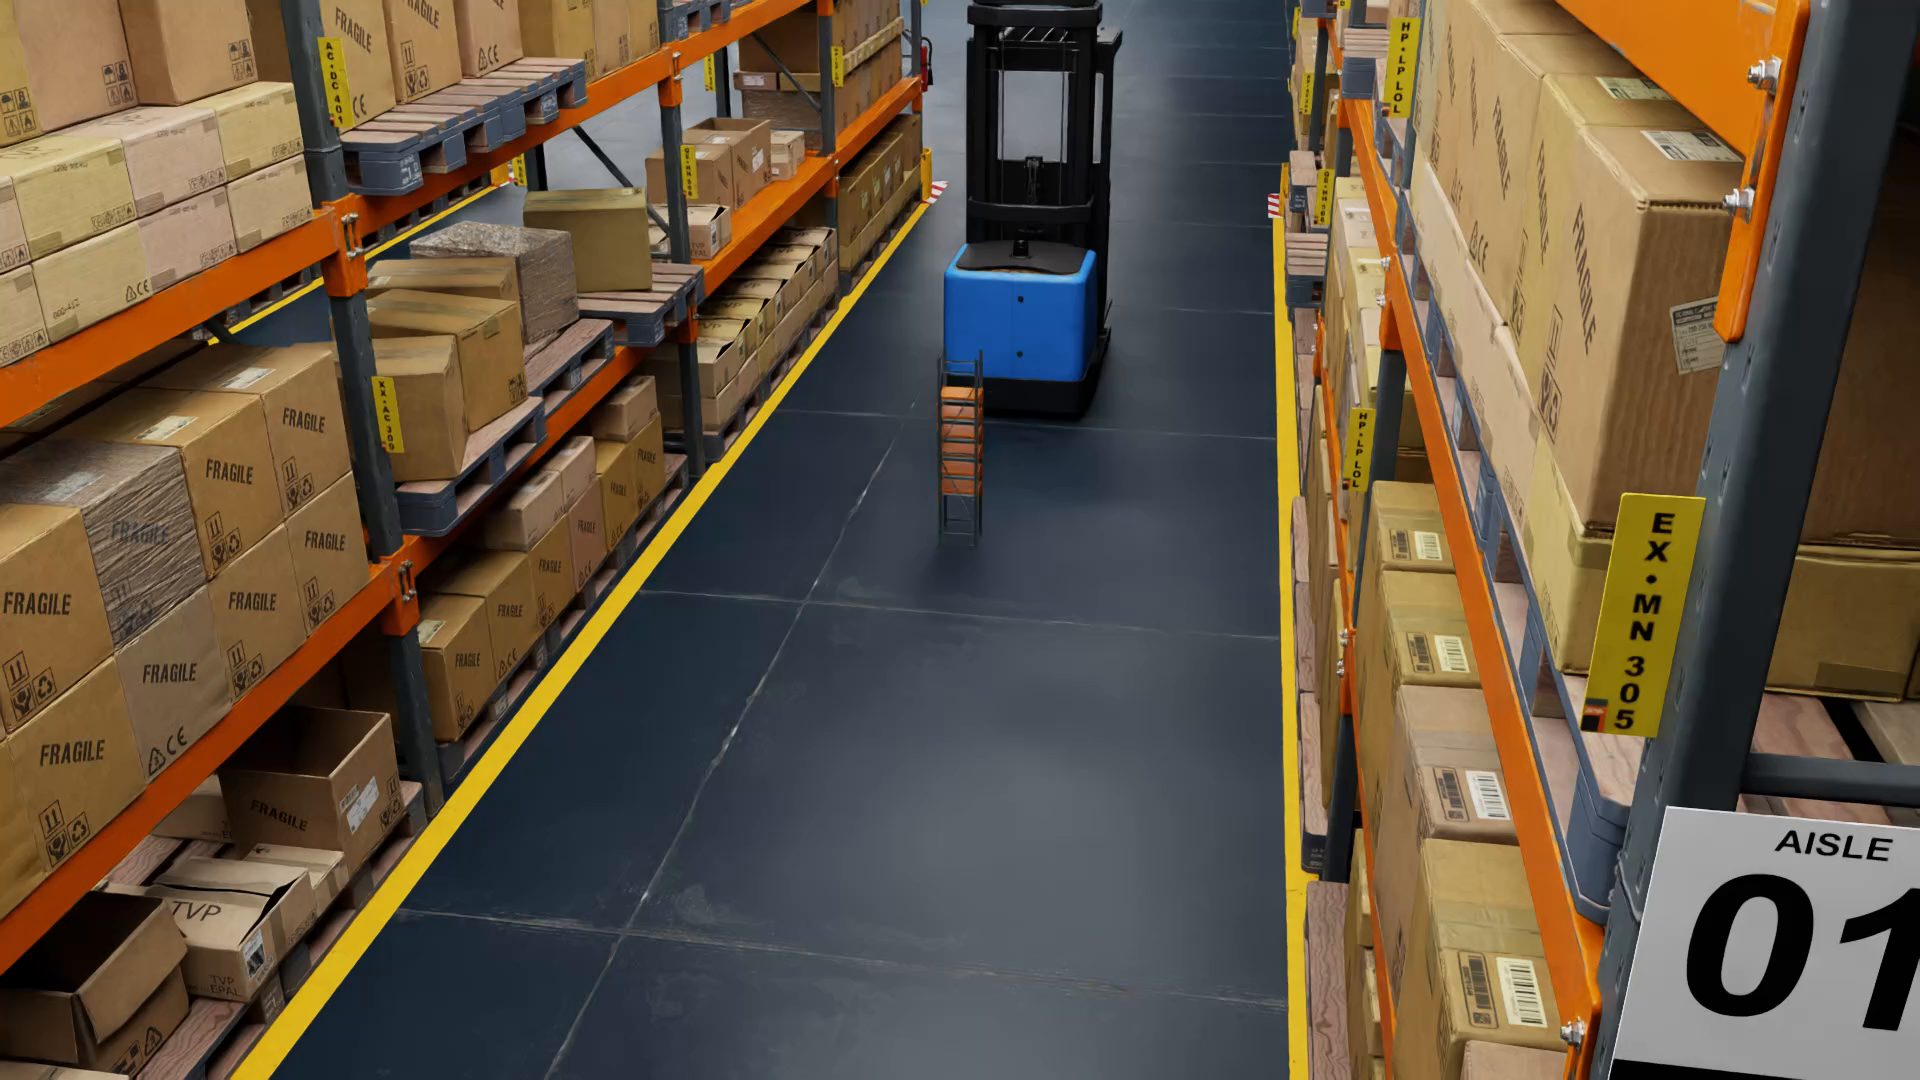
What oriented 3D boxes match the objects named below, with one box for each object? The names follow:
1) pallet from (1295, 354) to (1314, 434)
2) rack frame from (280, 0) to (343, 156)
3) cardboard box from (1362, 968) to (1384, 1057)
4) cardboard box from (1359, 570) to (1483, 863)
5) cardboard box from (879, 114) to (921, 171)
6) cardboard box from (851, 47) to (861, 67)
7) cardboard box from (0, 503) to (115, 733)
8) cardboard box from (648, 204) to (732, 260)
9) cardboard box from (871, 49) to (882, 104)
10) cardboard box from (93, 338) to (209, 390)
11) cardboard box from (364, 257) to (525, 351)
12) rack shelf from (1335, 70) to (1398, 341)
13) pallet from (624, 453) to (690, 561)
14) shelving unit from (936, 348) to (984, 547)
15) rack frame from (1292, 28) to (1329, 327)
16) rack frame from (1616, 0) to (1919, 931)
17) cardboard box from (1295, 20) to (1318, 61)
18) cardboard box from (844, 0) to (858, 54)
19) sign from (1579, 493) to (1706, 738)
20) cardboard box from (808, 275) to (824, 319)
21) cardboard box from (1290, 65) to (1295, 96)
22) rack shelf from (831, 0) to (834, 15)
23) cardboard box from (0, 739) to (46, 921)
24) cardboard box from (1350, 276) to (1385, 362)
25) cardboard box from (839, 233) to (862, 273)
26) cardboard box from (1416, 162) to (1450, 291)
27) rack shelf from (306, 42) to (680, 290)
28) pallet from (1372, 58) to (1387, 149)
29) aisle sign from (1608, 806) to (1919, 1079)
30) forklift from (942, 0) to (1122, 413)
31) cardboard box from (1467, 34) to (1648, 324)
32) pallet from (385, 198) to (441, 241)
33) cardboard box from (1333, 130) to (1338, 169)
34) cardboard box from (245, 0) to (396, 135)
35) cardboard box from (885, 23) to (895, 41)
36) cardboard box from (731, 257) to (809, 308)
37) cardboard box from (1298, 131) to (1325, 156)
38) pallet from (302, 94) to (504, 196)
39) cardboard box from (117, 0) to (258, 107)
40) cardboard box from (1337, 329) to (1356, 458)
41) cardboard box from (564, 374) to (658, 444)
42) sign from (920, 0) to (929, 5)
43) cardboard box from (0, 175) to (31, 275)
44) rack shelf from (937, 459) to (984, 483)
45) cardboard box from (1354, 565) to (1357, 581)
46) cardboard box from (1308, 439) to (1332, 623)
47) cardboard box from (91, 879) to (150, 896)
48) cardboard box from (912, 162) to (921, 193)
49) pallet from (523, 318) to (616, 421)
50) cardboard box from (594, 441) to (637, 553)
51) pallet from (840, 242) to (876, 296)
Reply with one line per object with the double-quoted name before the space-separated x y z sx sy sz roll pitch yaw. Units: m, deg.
"pallet" 3.000 -1.055 12.256 1.003 0.211 1.213 4 25 9
"rack frame" -2.872 -2.869 5.764 1.000 3.000 0.127 4 25 9
"cardboard box" 1.471 1.493 5.211 0.380 0.149 0.250 3 25 7
"cardboard box" 1.786 0.585 5.108 0.980 0.700 0.700 3 25 7
"cardboard box" -0.705 -4.210 17.569 0.500 0.500 0.500 4 25 9
"cardboard box" -1.123 -4.475 15.388 0.380 0.149 0.250 3 25 7
"cardboard box" -2.947 0.215 4.954 0.500 0.500 0.500 4 25 8
"cardboard box" -1.881 -2.145 11.399 0.500 0.311 0.500 4 25 8
"cardboard box" -1.168 -4.594 16.408 0.700 0.500 0.500 4 25 9
"cardboard box" -3.227 -0.472 6.423 0.500 0.500 0.500 5 25 10
"cardboard box" -2.644 -1.130 8.513 0.700 0.500 0.500 -2 25 -5
"rack shelf" 2.342 -1.679 7.609 1.077 0.370 4.000 4 25 9
"pallet" -2.378 -0.252 10.539 1.003 0.211 1.213 4 25 9
"shelving unit" 0.002 -0.549 10.009 0.258 1.200 0.189 4 25 9
"rack frame" 3.323 -3.156 13.454 1.000 3.000 0.127 4 25 9
"rack frame" 1.362 -0.854 1.460 1.000 3.000 0.127 4 25 9
"cardboard box" 3.511 -4.725 16.074 0.500 0.500 0.500 4 25 9
"cardboard box" -1.335 -4.737 15.184 0.700 0.500 0.500 4 25 8
"sign" 0.829 0.096 2.017 0.100 0.325 0.005 4 25 9
"cardboard box" -1.431 -2.037 13.812 0.500 0.250 0.500 4 25 8
"cardboard box" 3.584 -4.588 16.666 0.500 0.250 0.500 3 25 7
"rack shelf" -1.238 -5.367 15.487 1.077 0.370 4.000 4 25 9
"cardboard box" -3.029 0.883 4.707 0.500 0.500 0.500 4 25 8
"cardboard box" 2.016 -0.978 7.424 0.500 0.250 0.500 5 25 10
"cardboard box" -1.190 -2.615 15.047 0.500 0.250 0.500 4 25 9
"cardboard box" 1.545 -0.853 4.560 0.500 0.250 0.500 3 25 7
"rack shelf" -2.545 -2.021 8.339 1.077 0.370 4.000 4 25 9
"pallet" 2.436 -2.015 7.701 1.003 0.211 1.213 5 26 11
"aisle sign" 1.054 0.695 2.160 0.394 0.787 0.004 4 25 9
"forklift" 0.634 -2.843 12.866 1.130 2.935 3.031 4 25 9
"cardboard box" 1.382 -0.755 3.465 0.500 0.500 0.500 3 25 6
"pallet" -6.103 -3.369 17.198 1.003 0.211 1.213 4 25 9
"cardboard box" 3.031 -2.679 11.798 0.700 0.500 0.500 8 26 16
"cardboard box" -2.717 -1.996 6.707 0.600 0.600 0.600 2 25 4
"cardboard box" -0.869 -5.120 16.767 0.380 0.149 0.250 4 25 8
"cardboard box" -1.511 -2.080 13.243 0.500 0.311 0.500 4 25 8
"cardboard box" 3.101 -3.316 13.949 0.500 0.250 0.500 4 25 9
"pallet" -2.696 -1.693 7.012 1.213 0.211 1.003 4 25 9
"cardboard box" -2.914 -1.802 5.726 0.700 0.500 0.500 4 25 9
"cardboard box" 2.006 -0.633 7.572 0.500 0.500 0.500 4 25 9
"cardboard box" -2.145 -0.800 9.966 0.500 0.250 0.500 5 26 11
"sign" -0.378 -5.759 17.369 0.100 0.325 0.005 4 25 9
"cardboard box" -2.935 -0.819 4.511 0.500 0.250 0.500 4 25 9
"rack shelf" 0.002 -0.401 10.078 0.258 0.103 0.180 4 25 9
"cardboard box" 1.791 0.134 6.699 0.380 0.149 0.250 4 25 9
"cardboard box" 2.270 -0.035 8.827 0.750 0.750 0.750 4 25 8
"cardboard box" -3.286 1.455 6.425 0.380 0.166 0.250 4 25 9
"cardboard box" -0.707 -3.870 17.729 0.500 0.250 0.500 4 25 9
"pallet" -2.532 -0.924 8.912 1.003 0.211 1.213 4 25 9
"cardboard box" -2.225 -0.268 9.713 0.500 0.500 0.500 3 25 7
"pallet" -1.394 -2.564 15.479 1.003 0.211 1.213 4 25 9
